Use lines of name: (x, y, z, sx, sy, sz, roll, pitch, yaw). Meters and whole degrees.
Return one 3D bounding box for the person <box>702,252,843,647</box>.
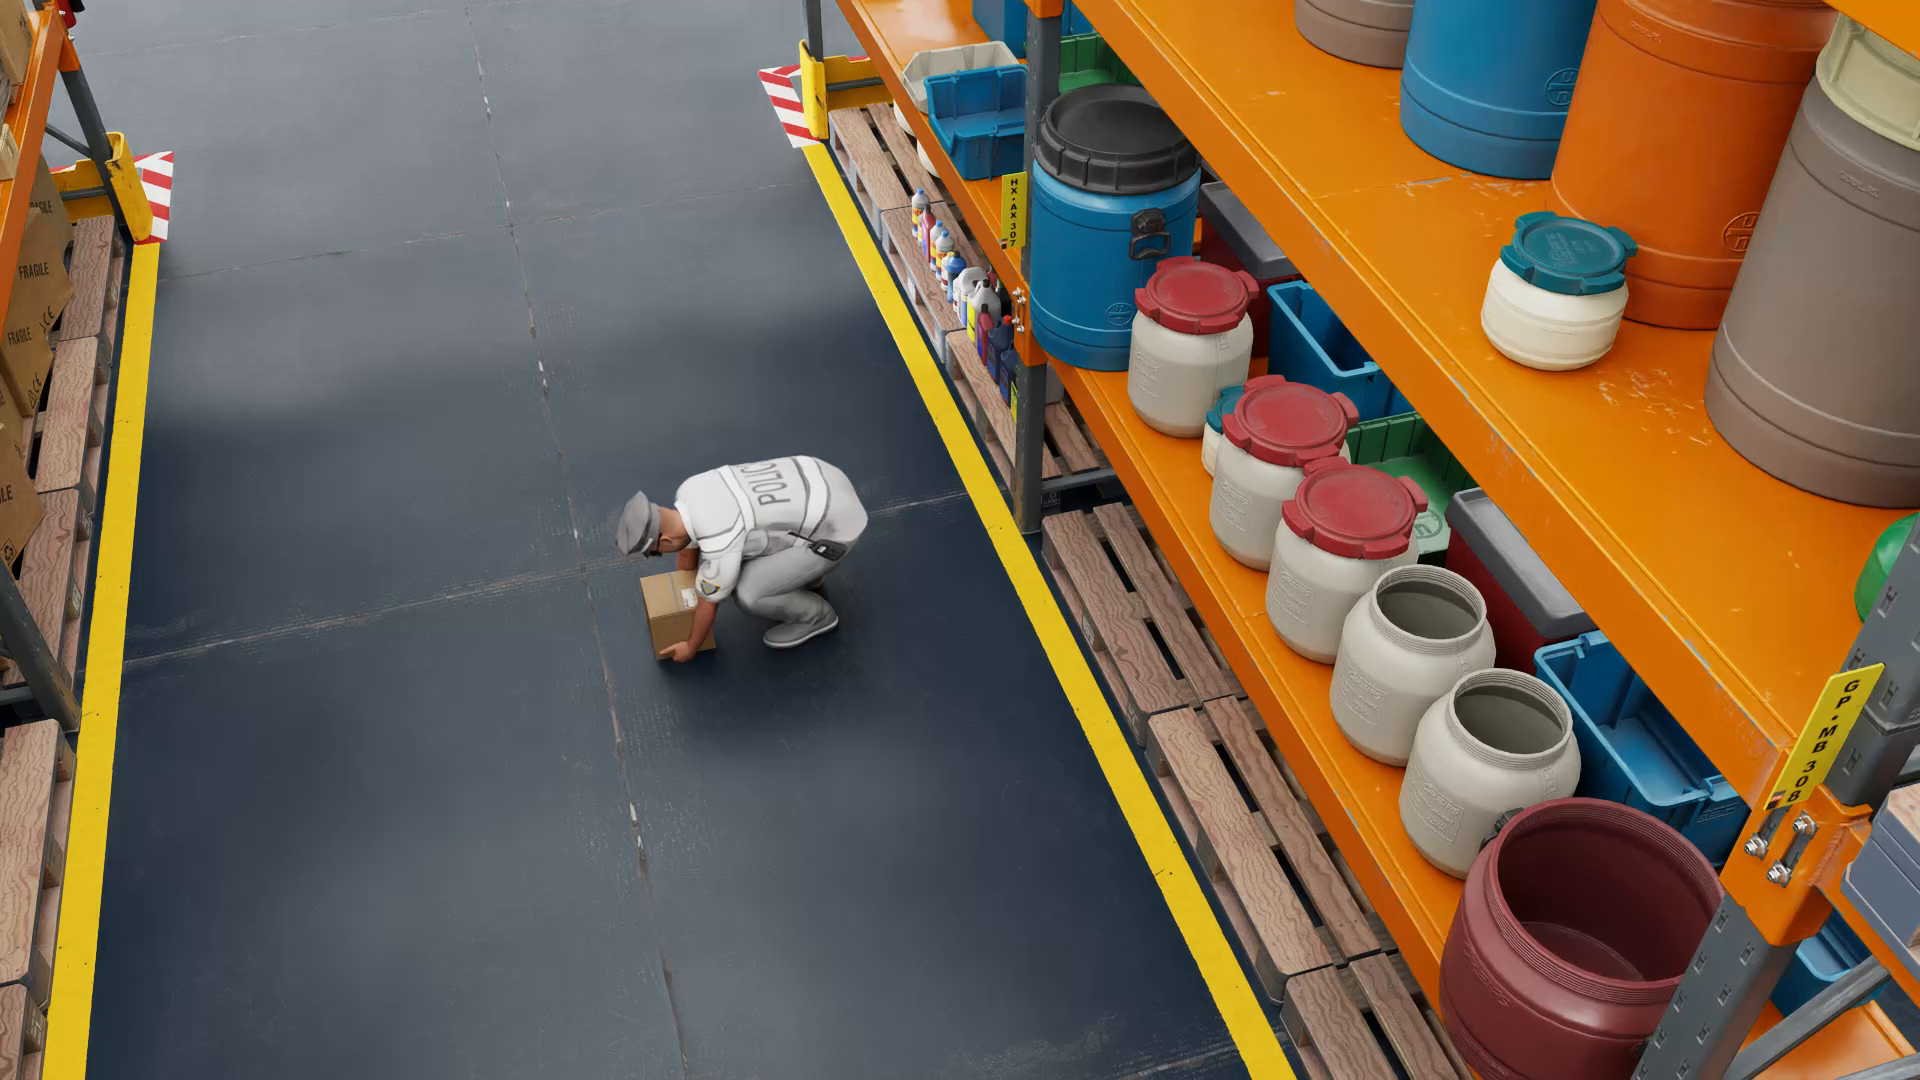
person: (-0.747, -0.338, 6.518, 0.565, 1.764, 0.494, -11, 43, -12)
